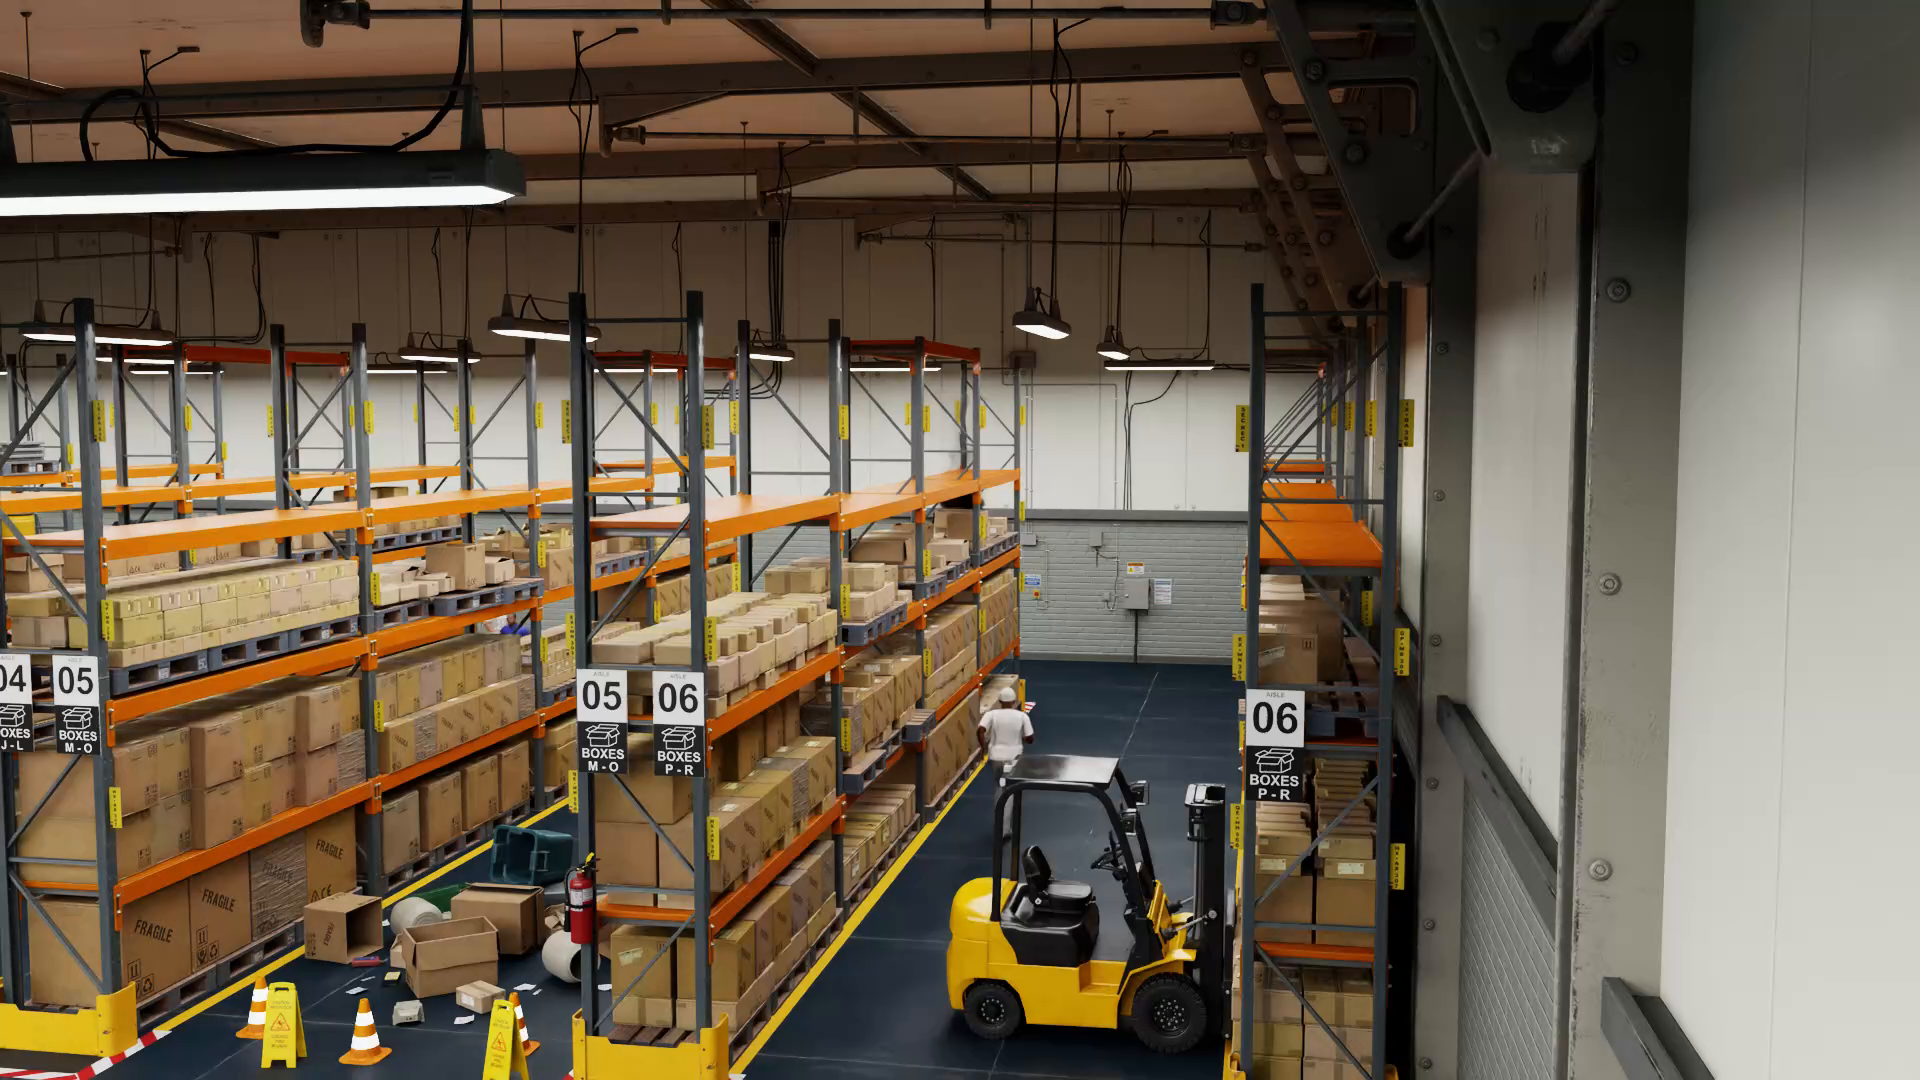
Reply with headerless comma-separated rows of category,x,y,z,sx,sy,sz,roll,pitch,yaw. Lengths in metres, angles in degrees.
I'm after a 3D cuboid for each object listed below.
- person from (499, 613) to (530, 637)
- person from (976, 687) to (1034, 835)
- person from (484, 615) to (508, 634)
person,-7.709,2.061,28.763,0.650,1.629,0.676,0,5,-1
person,0.564,2.679,20.017,0.631,1.811,0.827,1,5,14
person,-8.536,1.801,31.049,0.551,1.749,0.686,3,5,32
